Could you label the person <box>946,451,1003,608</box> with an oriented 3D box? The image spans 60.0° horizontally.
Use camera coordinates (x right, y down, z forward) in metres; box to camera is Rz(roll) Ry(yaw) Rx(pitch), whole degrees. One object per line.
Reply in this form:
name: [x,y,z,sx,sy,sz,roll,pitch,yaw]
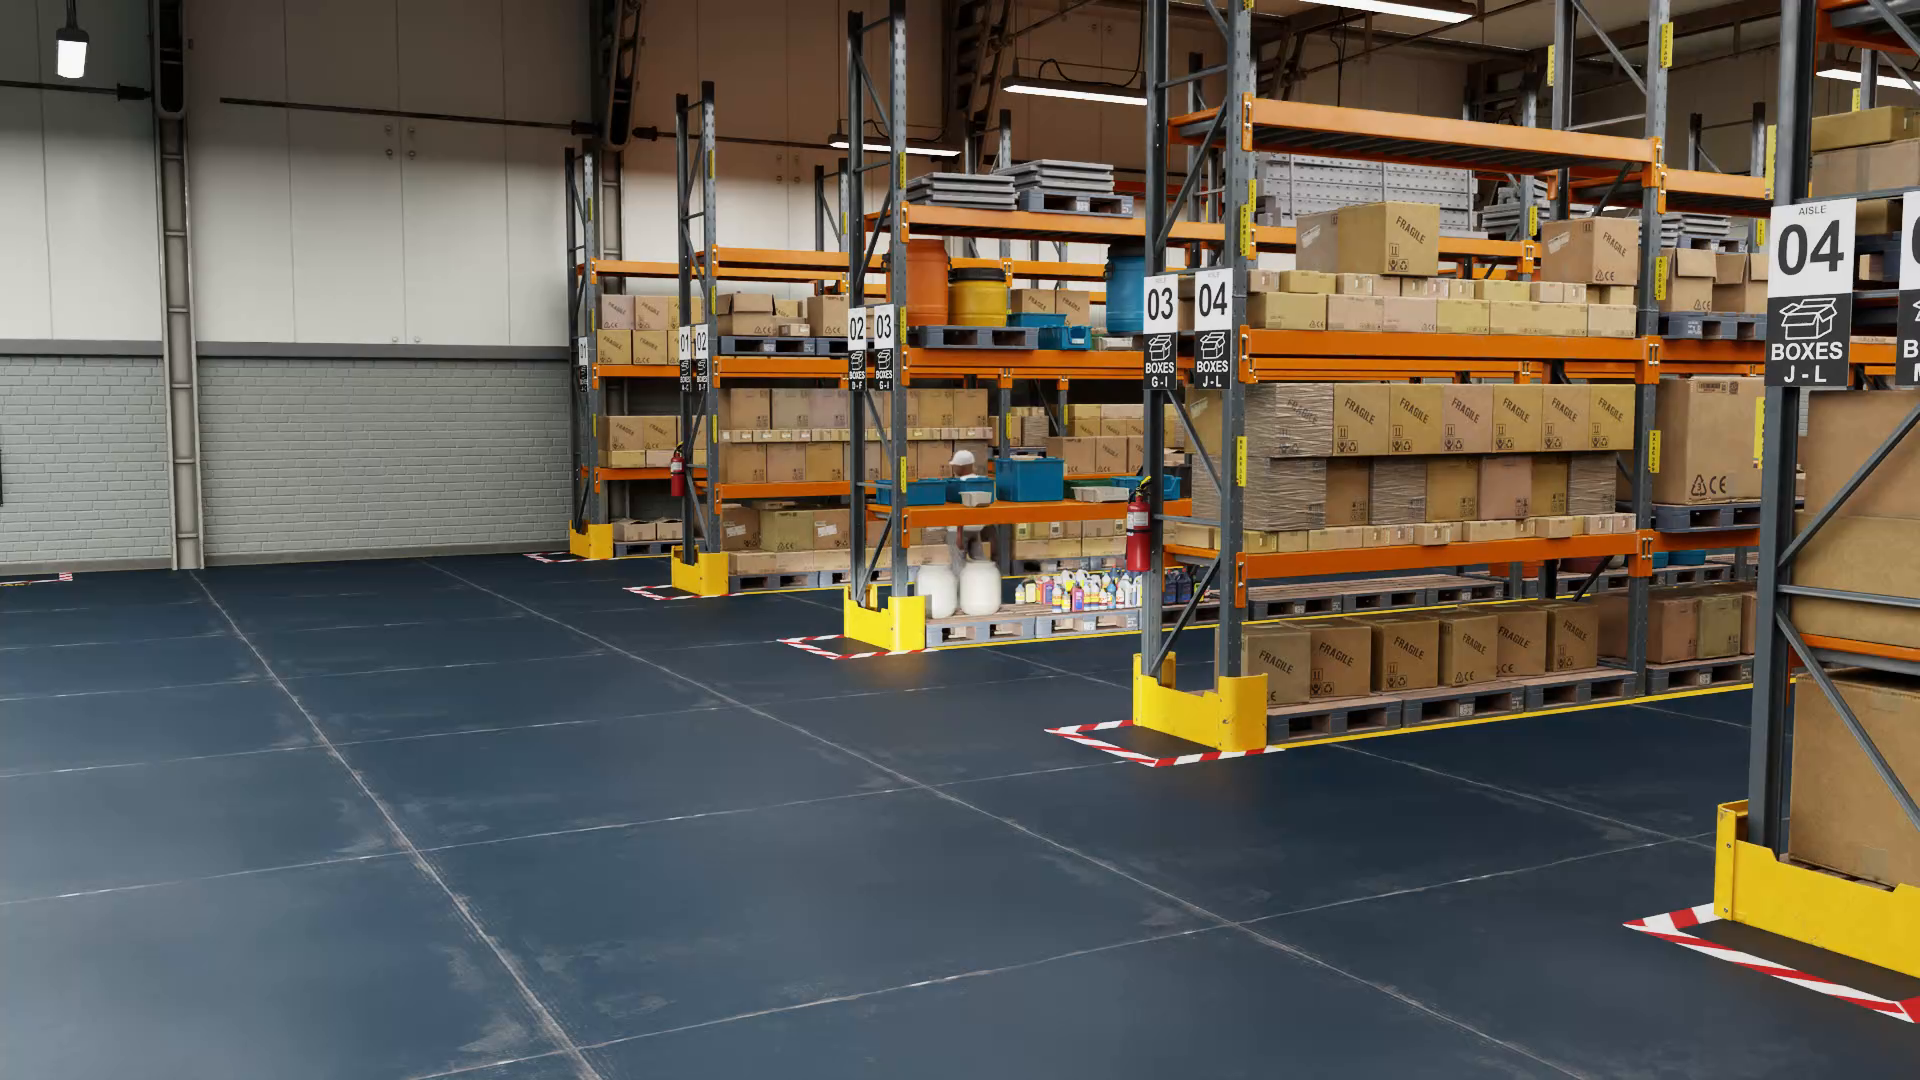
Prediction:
person: [0.152,-0.095,18.124,0.468,1.764,0.707,4,7,41]
